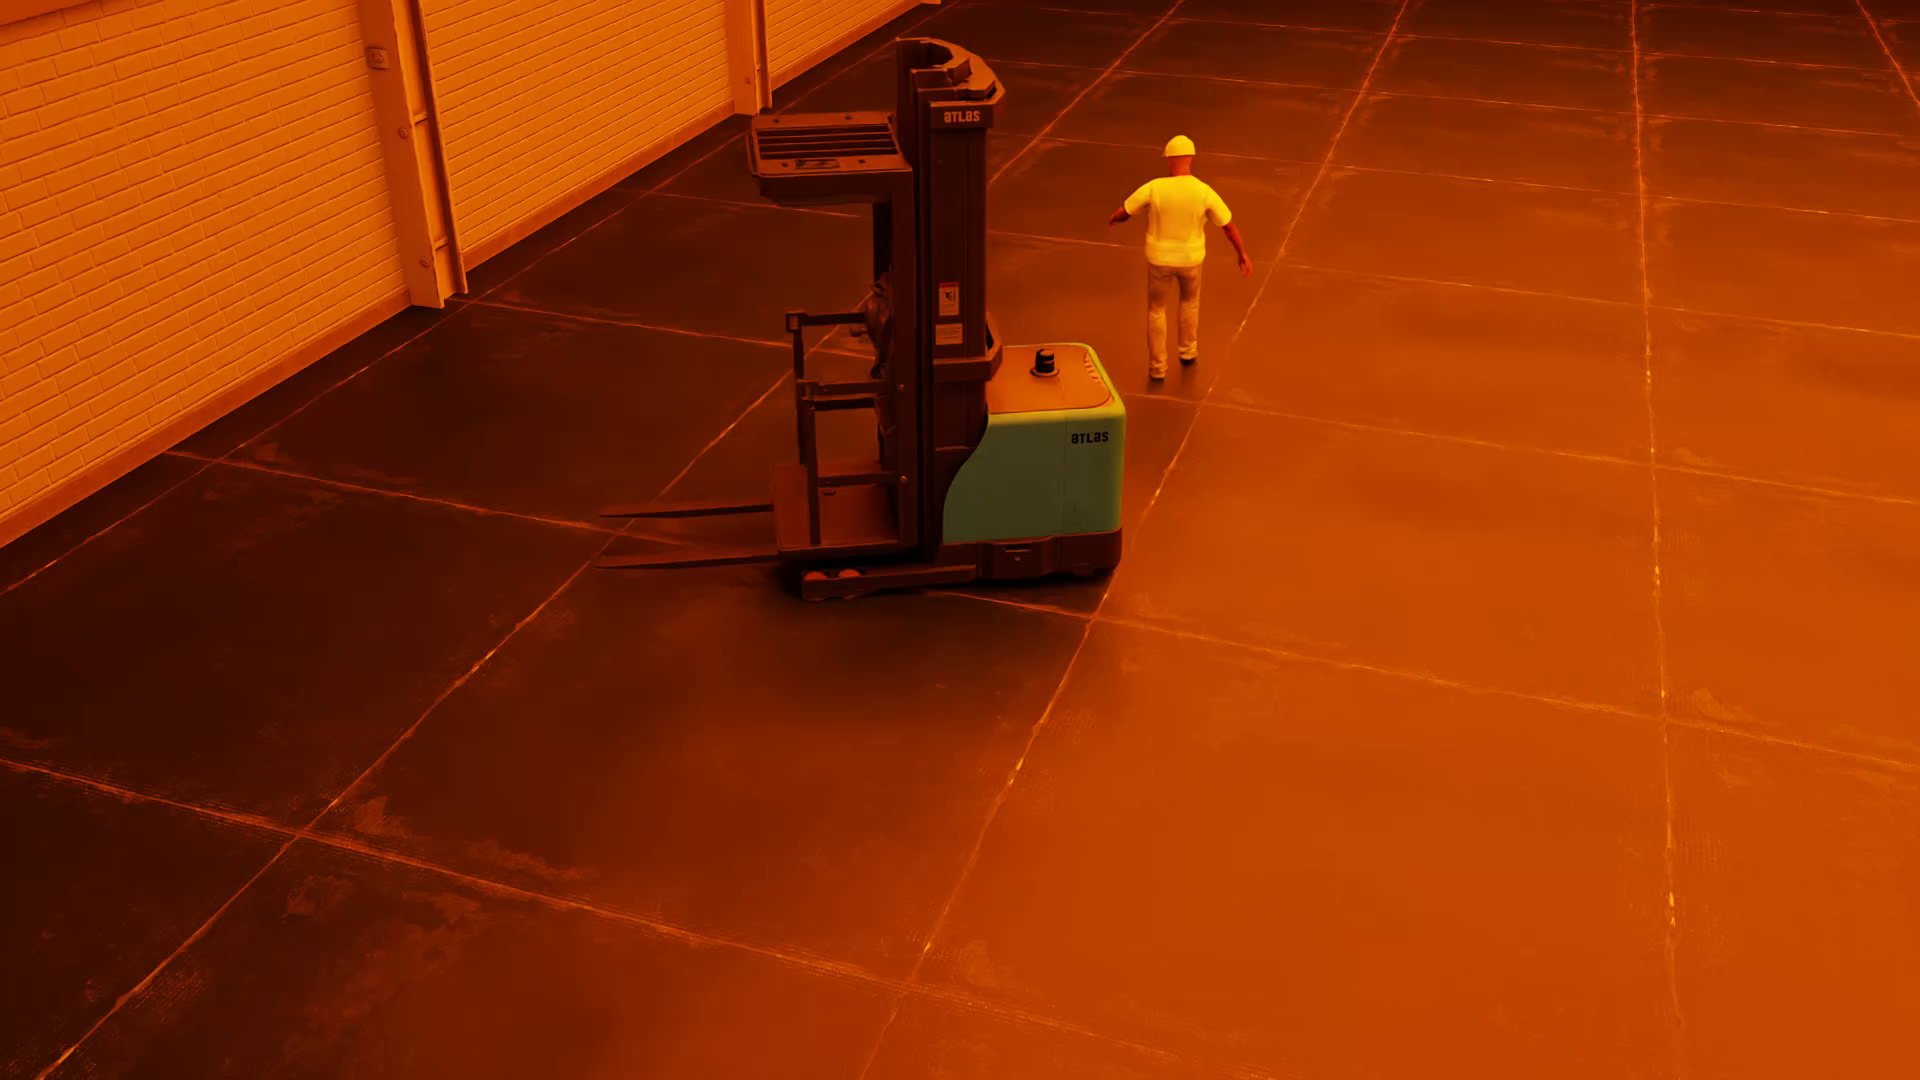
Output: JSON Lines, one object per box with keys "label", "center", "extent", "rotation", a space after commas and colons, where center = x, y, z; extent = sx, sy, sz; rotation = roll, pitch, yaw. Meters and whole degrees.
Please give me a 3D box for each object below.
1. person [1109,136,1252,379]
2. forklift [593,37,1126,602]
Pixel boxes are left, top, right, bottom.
{"label": "person", "center": [1.579, -2.053, 11.983], "extent": [1.048, 1.780, 0.656], "rotation": [4, 30, 8]}
{"label": "forklift", "center": [-0.621, -1.202, 9.244], "extent": [3.031, 2.935, 1.130], "rotation": [-4, 30, -7]}
